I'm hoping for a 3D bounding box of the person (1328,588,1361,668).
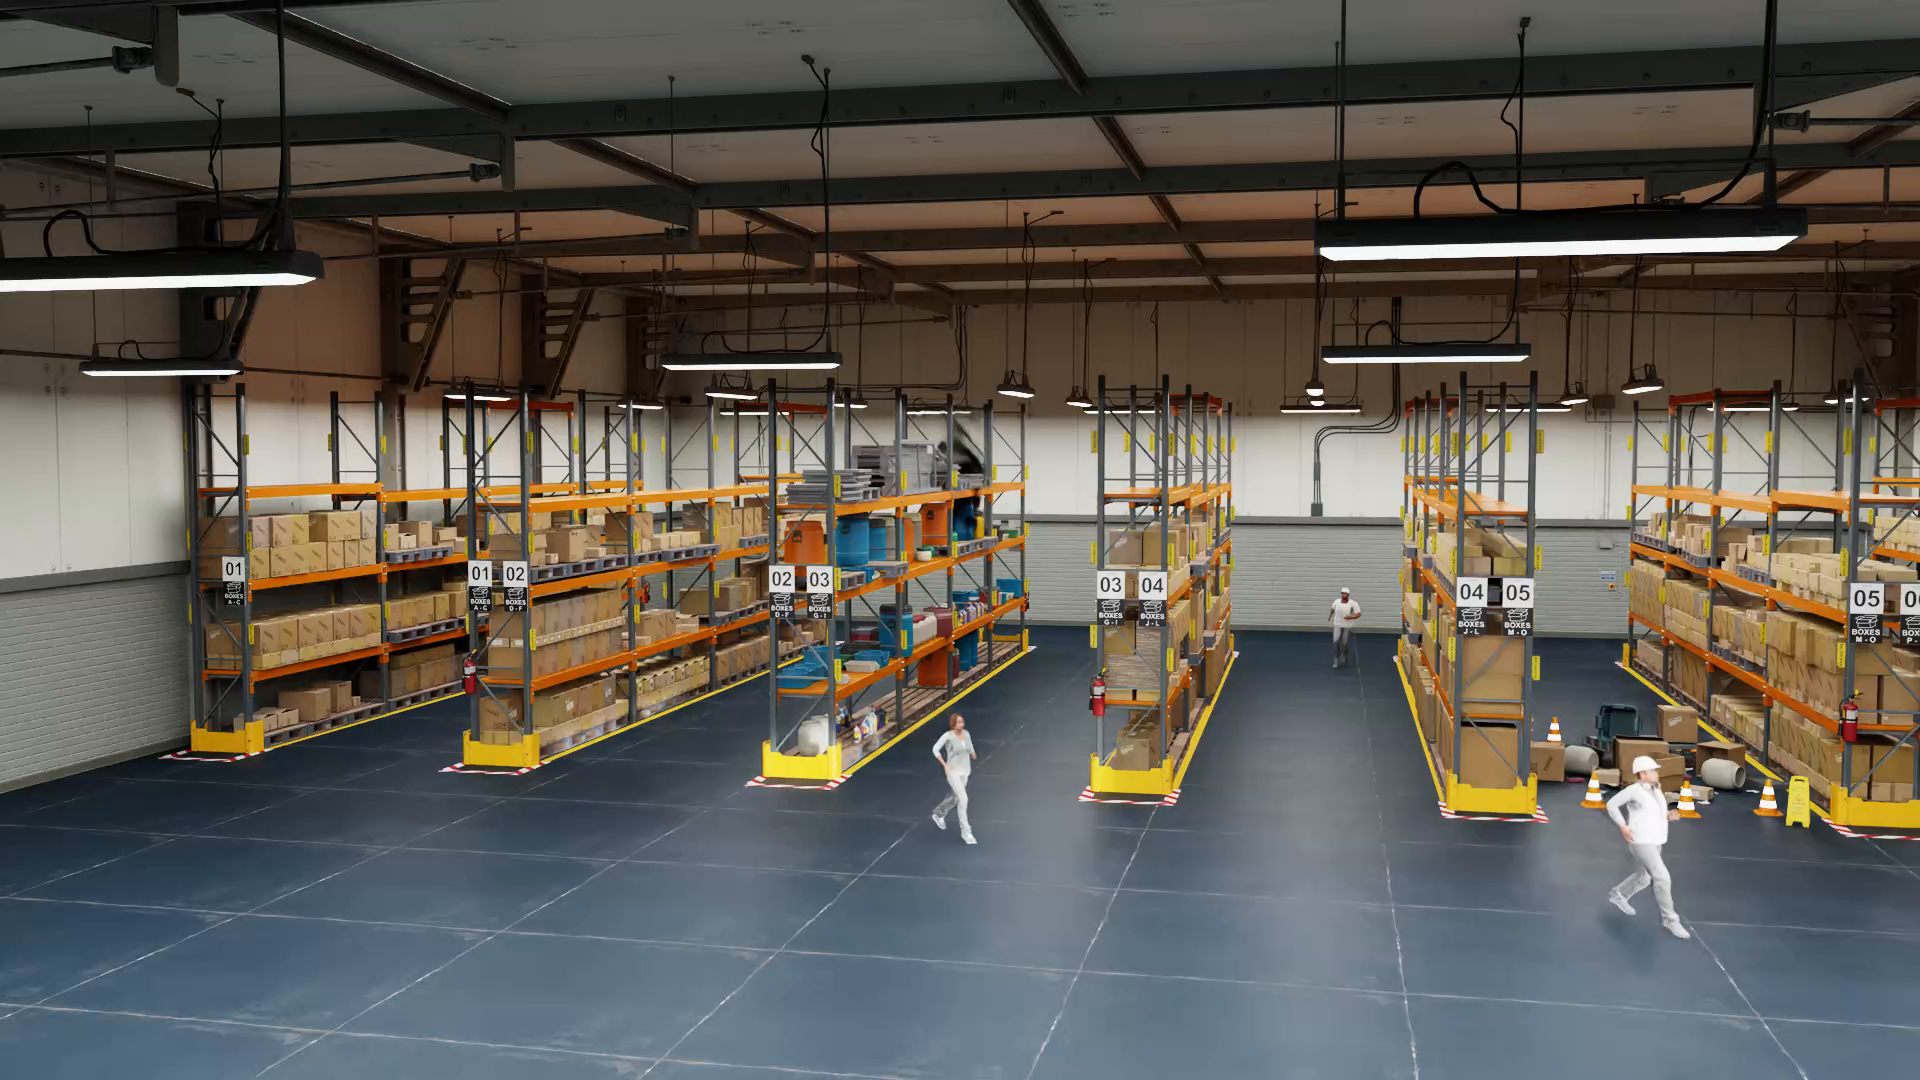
[{"bbox_3d":[8.678,1.989,37.517,0.734,1.841,0.736,2,4,28],"label":"person"}]

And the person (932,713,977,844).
[{"bbox_3d":[-0.050,2.992,21.144,0.524,1.613,0.820,-3,4,-42],"label":"person"}]

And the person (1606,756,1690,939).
[{"bbox_3d":[7.139,3.132,17.209,0.664,1.774,0.967,-3,4,-41],"label":"person"}]
